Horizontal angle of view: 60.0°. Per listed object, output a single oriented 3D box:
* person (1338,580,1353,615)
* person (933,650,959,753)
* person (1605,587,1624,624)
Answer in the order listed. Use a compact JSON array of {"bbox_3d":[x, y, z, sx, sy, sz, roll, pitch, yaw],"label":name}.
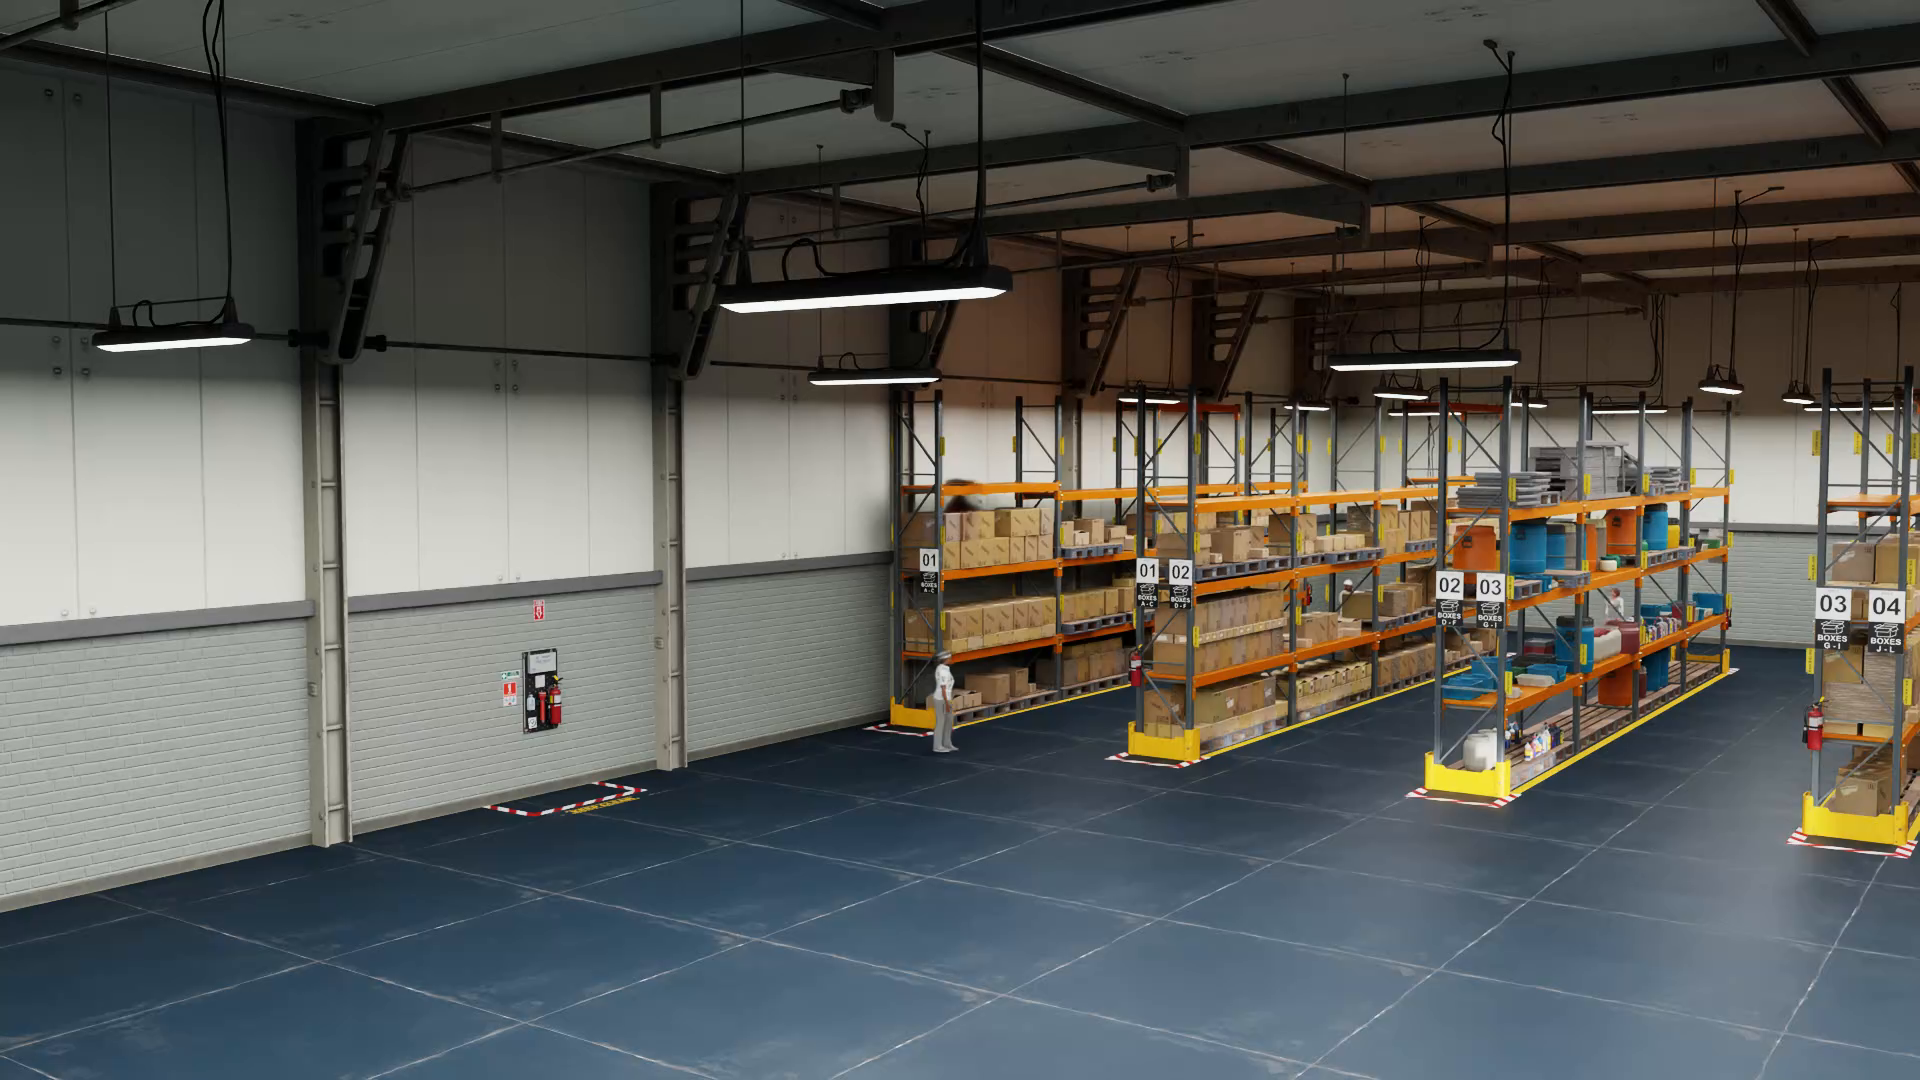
[{"bbox_3d":[9.385,1.829,40.390,0.598,1.721,1.050,3,4,39],"label":"person"},{"bbox_3d":[-0.235,2.658,27.223,0.428,1.712,0.565,0,3,1],"label":"person"},{"bbox_3d":[15.806,1.954,40.156,0.420,1.599,0.326,1,3,23],"label":"person"}]
